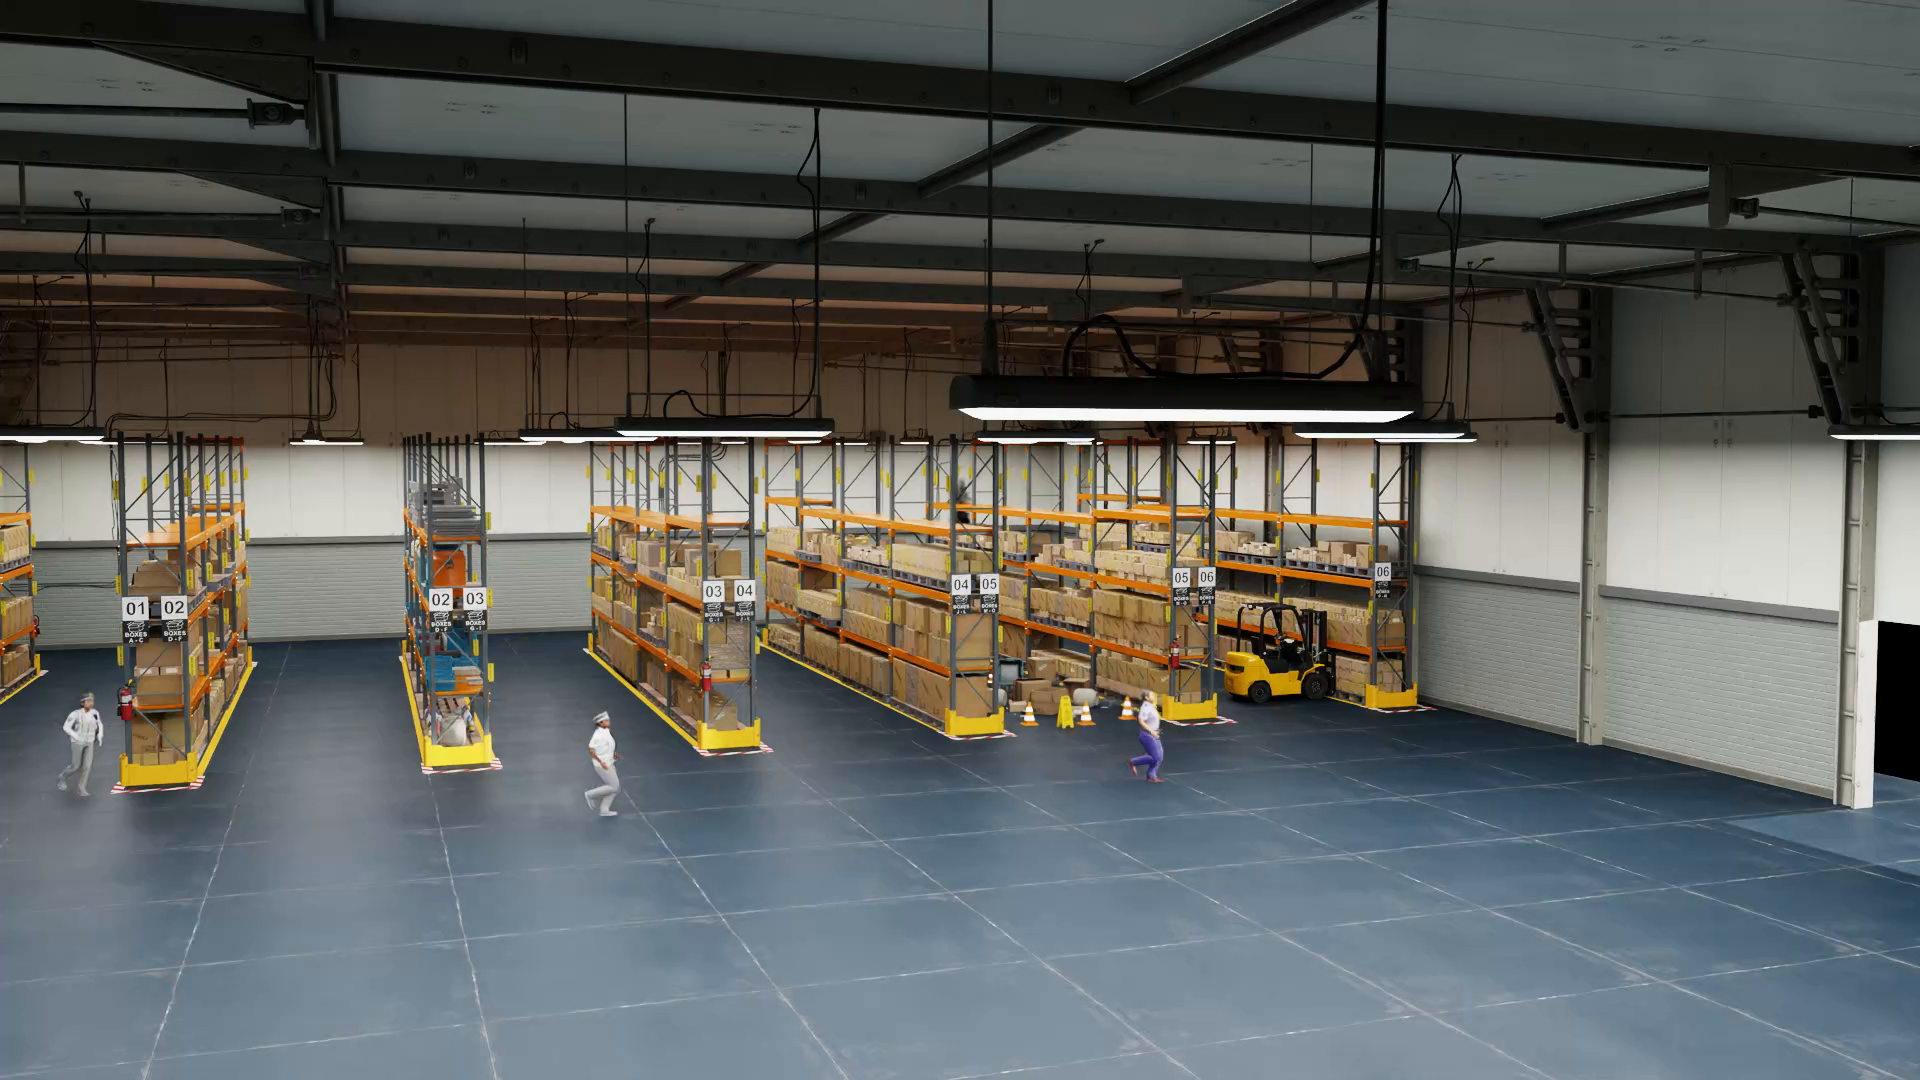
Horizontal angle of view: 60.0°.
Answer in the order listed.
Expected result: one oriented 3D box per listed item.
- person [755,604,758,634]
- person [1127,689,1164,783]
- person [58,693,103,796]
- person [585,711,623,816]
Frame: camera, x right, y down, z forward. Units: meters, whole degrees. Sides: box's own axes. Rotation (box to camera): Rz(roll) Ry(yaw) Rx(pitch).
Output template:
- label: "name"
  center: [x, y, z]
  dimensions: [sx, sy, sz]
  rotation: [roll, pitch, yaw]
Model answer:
- label: "person"
  center: [-6.222, 2.216, 49.311]
  dimensions: [0.697, 1.620, 0.658]
  rotation: [-2, 4, -38]
- label: "person"
  center: [3.181, 3.352, 28.432]
  dimensions: [0.607, 1.608, 0.608]
  rotation: [1, 3, 12]
- label: "person"
  center: [-14.511, 3.361, 27.573]
  dimensions: [0.740, 1.660, 0.657]
  rotation: [2, 4, 37]
- label: "person"
  center: [-5.520, 3.470, 25.801]
  dimensions: [0.551, 1.644, 0.589]
  rotation: [0, 3, 2]
